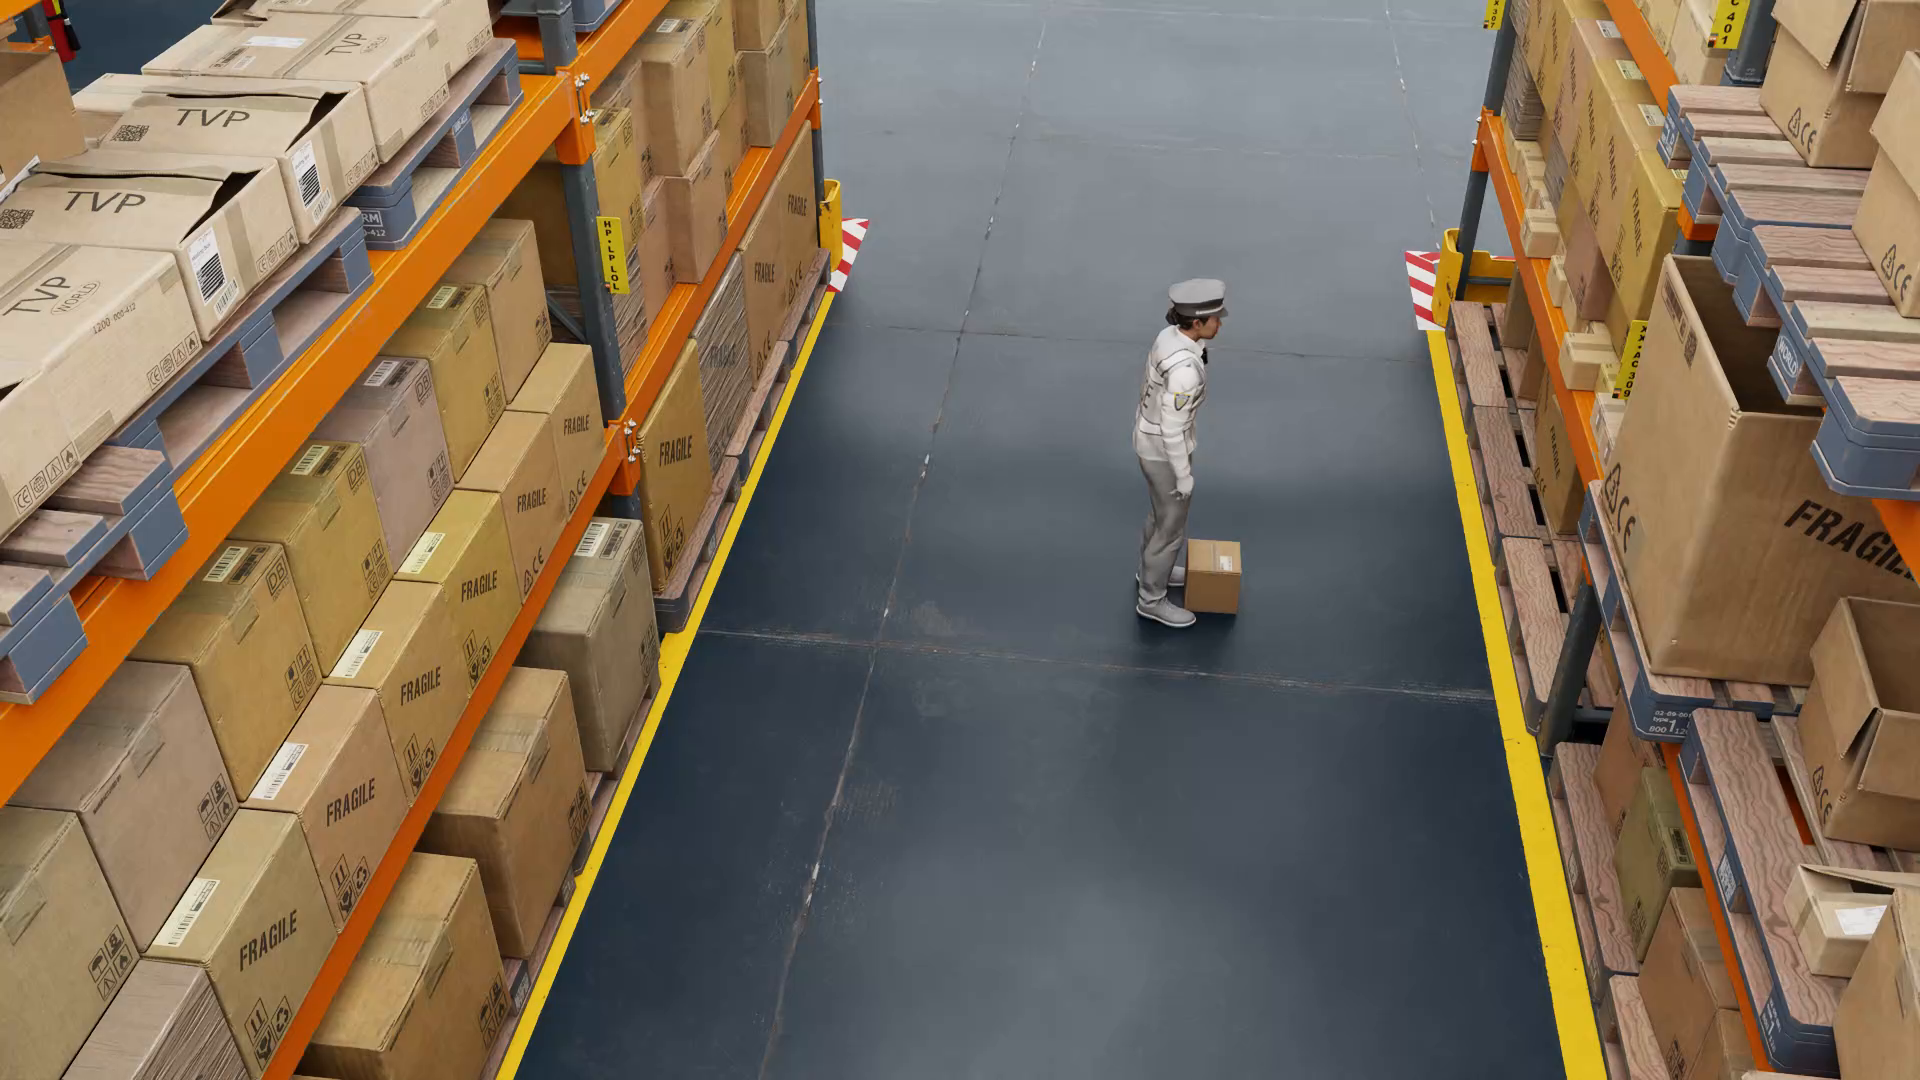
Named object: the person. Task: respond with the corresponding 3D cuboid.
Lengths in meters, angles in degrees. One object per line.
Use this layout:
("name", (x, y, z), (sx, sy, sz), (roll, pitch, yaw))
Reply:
("person", (0.975, -0.413, 7.594), (0.370, 1.666, 0.545), (3, 36, 4))
